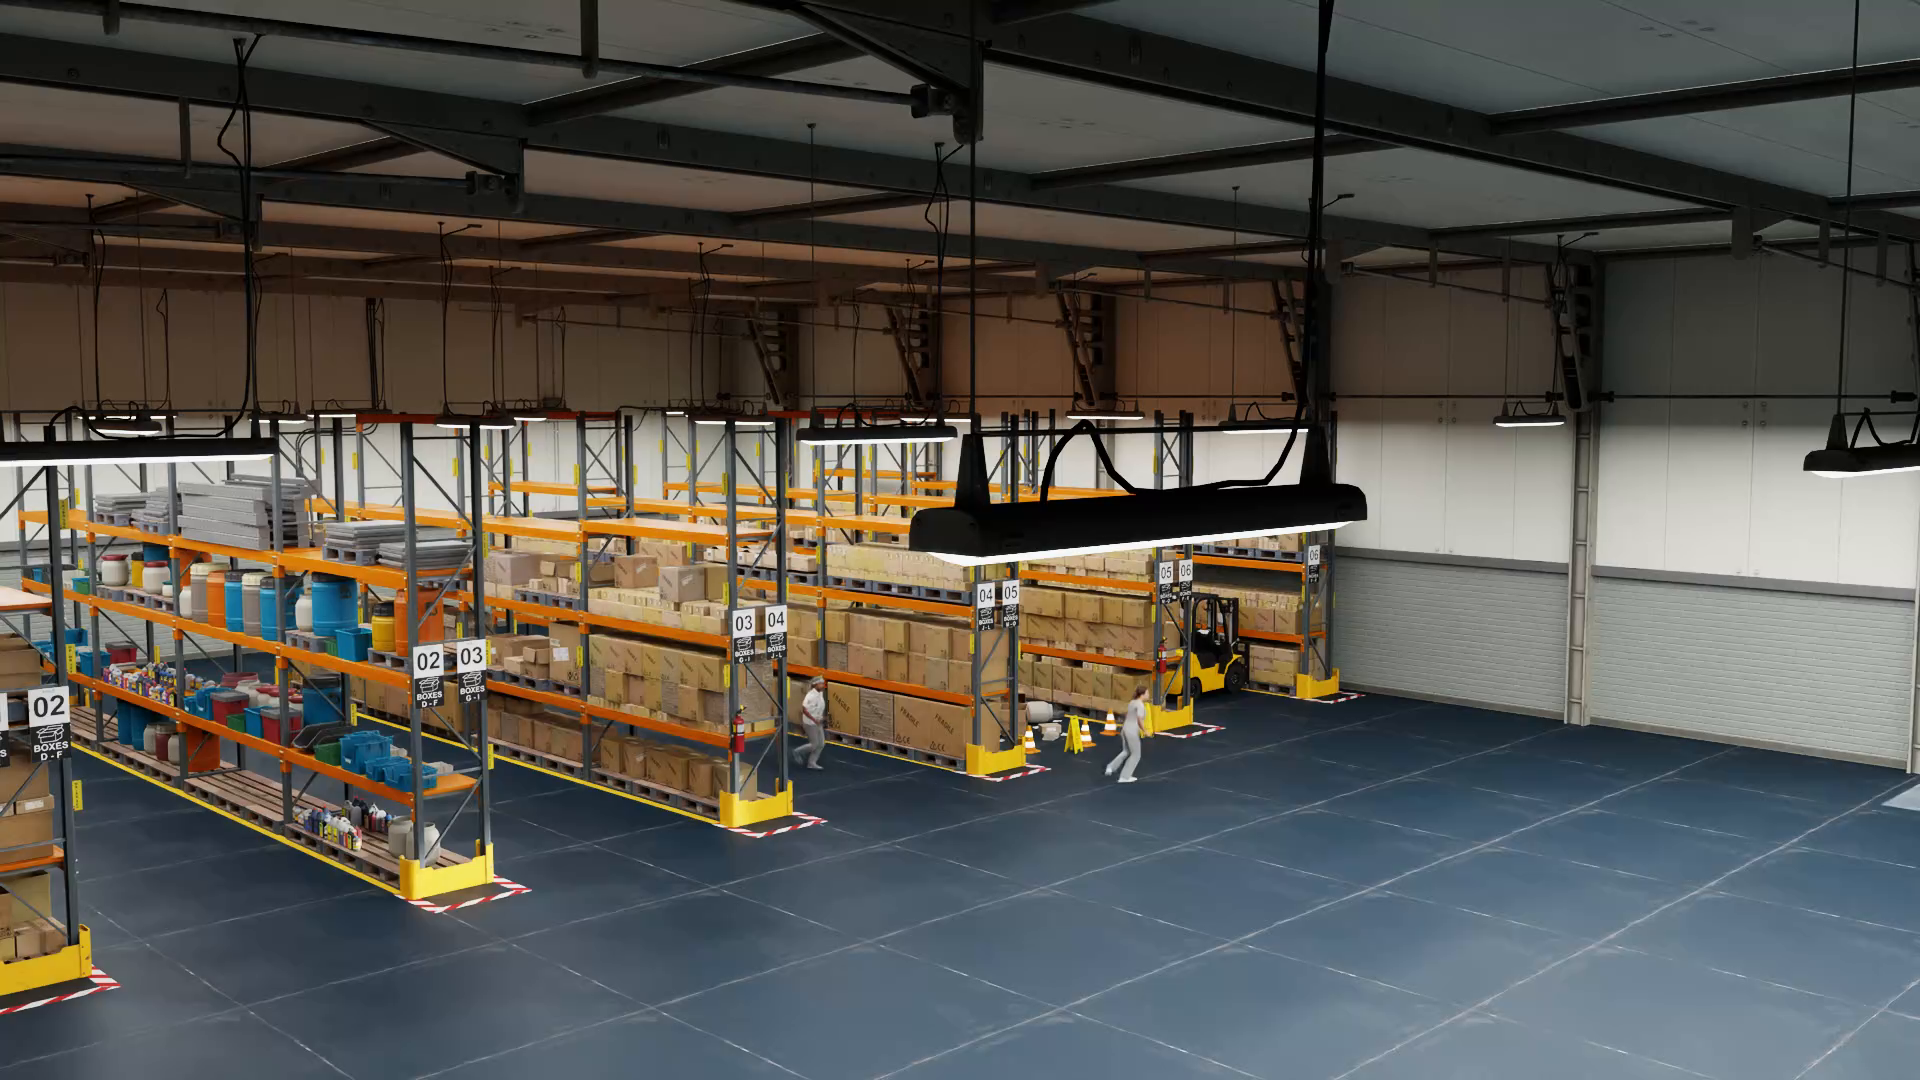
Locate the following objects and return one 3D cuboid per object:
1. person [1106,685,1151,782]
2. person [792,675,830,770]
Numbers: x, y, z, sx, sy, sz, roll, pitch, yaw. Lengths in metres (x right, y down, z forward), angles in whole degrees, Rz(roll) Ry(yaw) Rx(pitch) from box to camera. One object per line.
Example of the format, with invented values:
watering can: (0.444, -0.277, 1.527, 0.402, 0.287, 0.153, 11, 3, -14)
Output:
person: (2.747, 3.171, 27.213, 0.701, 1.594, 0.557, -1, 5, -16)
person: (-2.547, 3.081, 28.191, 0.596, 1.631, 0.573, 2, 5, 24)
